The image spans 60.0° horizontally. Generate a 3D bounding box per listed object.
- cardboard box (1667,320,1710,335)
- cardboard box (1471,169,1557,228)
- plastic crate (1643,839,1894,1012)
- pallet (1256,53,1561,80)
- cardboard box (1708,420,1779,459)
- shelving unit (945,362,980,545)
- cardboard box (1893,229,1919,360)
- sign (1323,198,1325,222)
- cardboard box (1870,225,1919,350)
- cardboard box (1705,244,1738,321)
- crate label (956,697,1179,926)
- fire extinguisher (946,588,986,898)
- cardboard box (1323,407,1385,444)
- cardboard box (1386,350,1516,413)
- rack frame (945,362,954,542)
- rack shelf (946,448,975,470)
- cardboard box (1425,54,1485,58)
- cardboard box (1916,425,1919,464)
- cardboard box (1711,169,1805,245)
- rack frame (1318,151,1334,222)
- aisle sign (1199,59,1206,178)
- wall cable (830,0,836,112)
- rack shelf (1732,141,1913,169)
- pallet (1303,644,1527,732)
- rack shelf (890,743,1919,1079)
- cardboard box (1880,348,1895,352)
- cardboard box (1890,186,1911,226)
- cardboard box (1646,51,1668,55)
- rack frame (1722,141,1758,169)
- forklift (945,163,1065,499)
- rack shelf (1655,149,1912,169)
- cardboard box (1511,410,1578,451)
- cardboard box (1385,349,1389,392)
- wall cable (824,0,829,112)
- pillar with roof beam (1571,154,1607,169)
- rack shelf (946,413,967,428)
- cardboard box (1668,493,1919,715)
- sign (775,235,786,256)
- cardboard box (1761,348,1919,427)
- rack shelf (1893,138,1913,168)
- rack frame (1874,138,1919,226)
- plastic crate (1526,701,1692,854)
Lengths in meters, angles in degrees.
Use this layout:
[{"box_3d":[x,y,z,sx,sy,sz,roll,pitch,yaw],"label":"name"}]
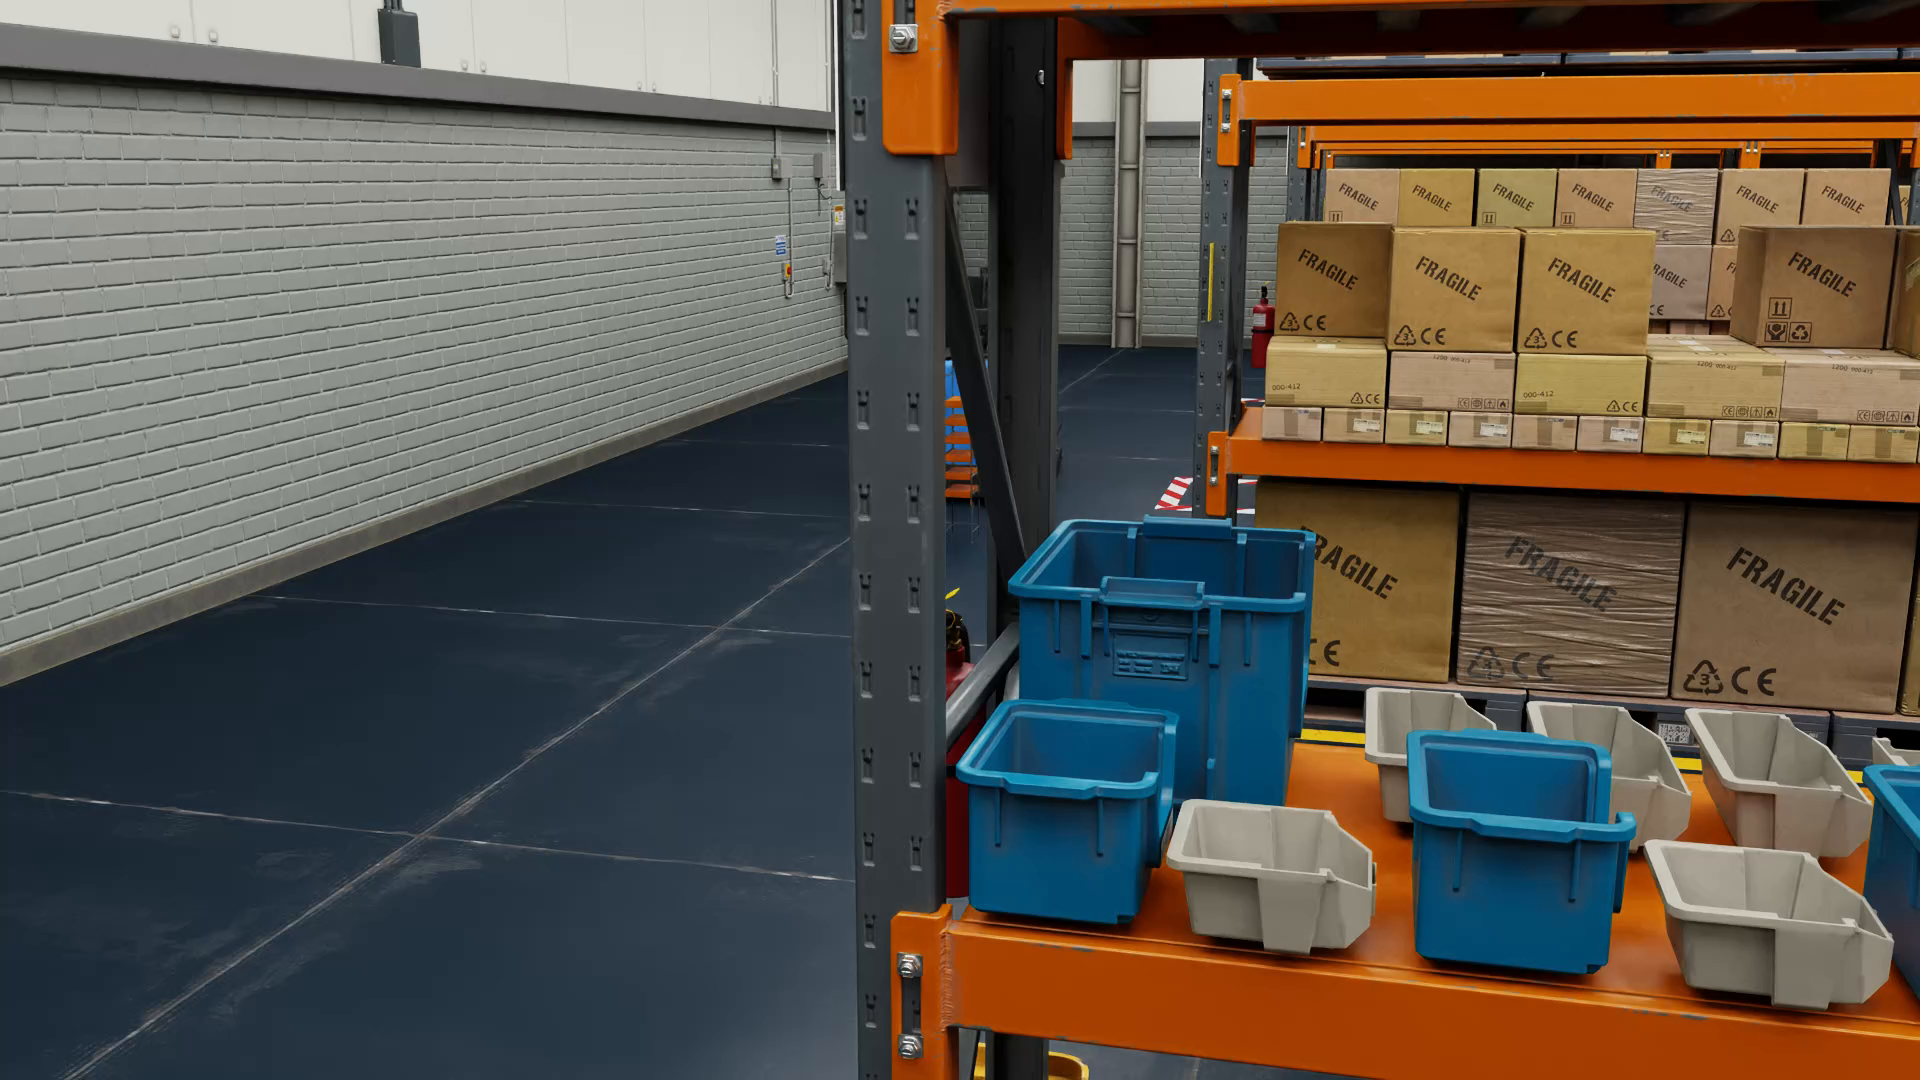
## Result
[{"box_3d":[5.003,-1.465,11.494,0.250,0.149,0.380,2,13,11],"label":"cardboard box"},{"box_3d":[3.853,-2.333,11.599,0.500,0.500,0.500,3,13,12],"label":"cardboard box"},{"box_3d":[1.128,0.543,2.330,0.298,0.136,0.250,3,13,14],"label":"plastic crate"},{"box_3d":[1.926,-2.134,7.206,1.213,0.211,1.003,3,13,14],"label":"pallet"},{"box_3d":[3.218,-0.446,6.898,0.250,0.149,0.380,3,13,14],"label":"cardboard box"},{"box_3d":[0.014,-0.585,11.100,0.189,1.200,0.258,3,13,14],"label":"shelving unit"},{"box_3d":[4.091,-0.974,6.627,0.500,0.500,0.500,3,13,14],"label":"cardboard box"},{"box_3d":[4.633,-4.186,21.175,0.005,0.325,0.100,3,13,14],"label":"sign"},{"box_3d":[4.207,-1.085,7.129,0.500,0.500,0.500,3,13,14],"label":"cardboard box"},{"box_3d":[5.332,-1.766,11.351,0.500,0.500,0.500,3,13,12],"label":"cardboard box"},{"box_3d":[0.177,0.427,2.632,0.303,0.233,0.416,3,13,14],"label":"crate label"},{"box_3d":[-0.021,0.409,3.505,0.183,0.674,0.296,3,13,14],"label":"fire extinguisher"},{"box_3d":[1.718,-0.526,7.257,0.250,0.149,0.380,3,13,13],"label":"cardboard box"},{"box_3d":[2.111,-0.714,7.185,0.500,0.250,0.500,3,13,13],"label":"cardboard box"},{"box_3d":[-0.075,-0.590,11.122,0.006,1.200,0.240,3,13,14],"label":"rack frame"},{"box_3d":[0.014,-0.542,11.110,0.180,0.103,0.258,3,13,14],"label":"rack shelf"},{"box_3d":[3.361,-3.318,11.529,0.500,0.250,0.500,3,13,13],"label":"cardboard box"},{"box_3d":[3.963,-0.406,6.717,0.250,0.149,0.380,3,13,15],"label":"cardboard box"},{"box_3d":[5.349,-2.255,11.245,0.500,0.500,0.500,3,13,12],"label":"cardboard box"},{"box_3d":[4.763,-3.877,21.783,0.127,3.000,1.000,3,13,14],"label":"rack frame"},{"box_3d":[1.061,-1.959,7.136,0.004,0.787,0.394,3,13,14],"label":"aisle sign"},{"box_3d":[-1.126,-6.758,20.831,0.133,3.039,2.988,3,13,14],"label":"wall cable"},{"box_3d":[9.403,-3.635,15.427,4.000,0.370,1.077,3,13,14],"label":"rack shelf"},{"box_3d":[1.998,0.637,7.874,1.213,0.211,1.003,3,13,14],"label":"pallet"},{"box_3d":[1.958,0.747,2.600,4.000,0.370,1.077,3,13,14],"label":"rack shelf"},{"box_3d":[4.212,-0.720,7.212,0.500,0.250,0.500,3,13,13],"label":"cardboard box"},{"box_3d":[8.806,-3.032,15.435,0.500,0.500,0.500,3,13,12],"label":"cardboard box"},{"box_3d":[4.855,-3.241,11.181,0.500,0.250,0.500,4,13,16],"label":"cardboard box"},{"box_3d":[7.461,-2.625,16.142,0.127,3.000,1.000,3,13,14],"label":"rack frame"},{"box_3d":[0.272,-2.003,13.495,1.130,2.935,3.031,1,13,6],"label":"forklift"},{"box_3d":[10.588,-4.679,20.133,4.000,0.370,1.077,3,13,14],"label":"rack shelf"},{"box_3d":[2.467,-0.486,7.078,0.250,0.149,0.380,3,13,12],"label":"cardboard box"},{"box_3d":[2.230,-0.825,7.688,0.500,0.250,0.500,3,13,13],"label":"cardboard box"},{"box_3d":[-1.830,-6.156,18.204,0.029,3.000,2.355,3,13,14],"label":"wall cable"},{"box_3d":[7.155,-5.919,17.135,0.400,9.000,9.100,3,13,14],"label":"pillar with roof beam"},{"box_3d":[0.014,-0.776,11.058,0.180,0.103,0.258,3,13,14],"label":"rack shelf"},{"box_3d":[3.591,0.193,7.374,0.875,0.875,0.875,3,13,14],"label":"cardboard box"},{"box_3d":[-1.973,-3.246,18.314,0.001,0.218,0.327,3,13,14],"label":"sign"},{"box_3d":[3.597,-0.634,6.826,0.500,0.250,0.500,3,13,15],"label":"cardboard box"},{"box_3d":[8.315,-2.589,10.712,4.000,0.370,1.077,3,13,14],"label":"rack shelf"},{"box_3d":[6.373,-1.579,11.427,0.127,3.000,1.000,3,13,14],"label":"rack frame"},{"box_3d":[1.130,0.414,2.912,0.243,0.136,0.396,3,13,14],"label":"plastic crate"}]
